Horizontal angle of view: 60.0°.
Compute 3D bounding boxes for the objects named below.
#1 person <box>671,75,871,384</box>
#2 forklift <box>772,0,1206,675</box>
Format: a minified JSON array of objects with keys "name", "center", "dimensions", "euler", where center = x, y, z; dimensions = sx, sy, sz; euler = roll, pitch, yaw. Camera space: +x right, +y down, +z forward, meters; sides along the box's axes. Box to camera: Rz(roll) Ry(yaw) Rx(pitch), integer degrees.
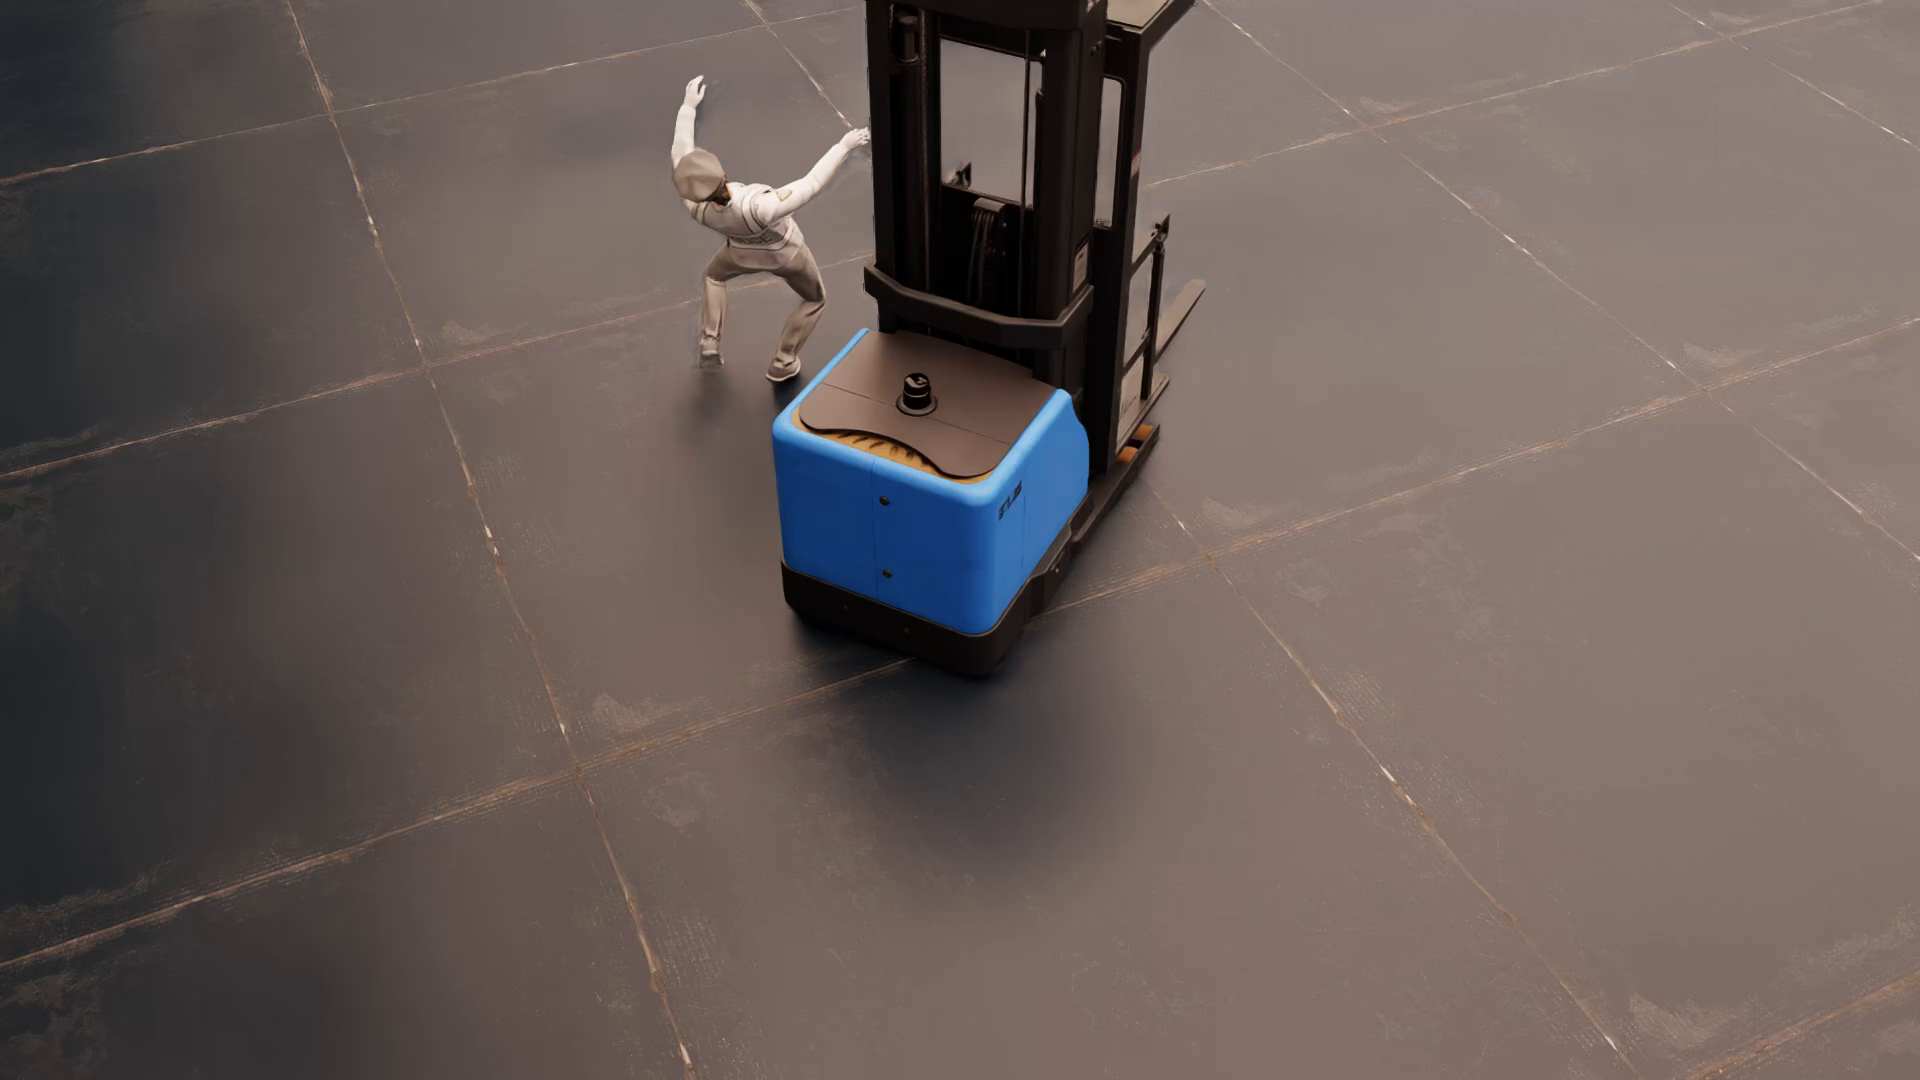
[{"name":"person","center":[-0.940,-1.404,8.187],"dimensions":[0.946,1.549,0.683],"euler":[7,43,7]},{"name":"forklift","center":[0.338,-1.497,7.284],"dimensions":[1.130,2.935,3.031],"euler":[19,46,20]}]
